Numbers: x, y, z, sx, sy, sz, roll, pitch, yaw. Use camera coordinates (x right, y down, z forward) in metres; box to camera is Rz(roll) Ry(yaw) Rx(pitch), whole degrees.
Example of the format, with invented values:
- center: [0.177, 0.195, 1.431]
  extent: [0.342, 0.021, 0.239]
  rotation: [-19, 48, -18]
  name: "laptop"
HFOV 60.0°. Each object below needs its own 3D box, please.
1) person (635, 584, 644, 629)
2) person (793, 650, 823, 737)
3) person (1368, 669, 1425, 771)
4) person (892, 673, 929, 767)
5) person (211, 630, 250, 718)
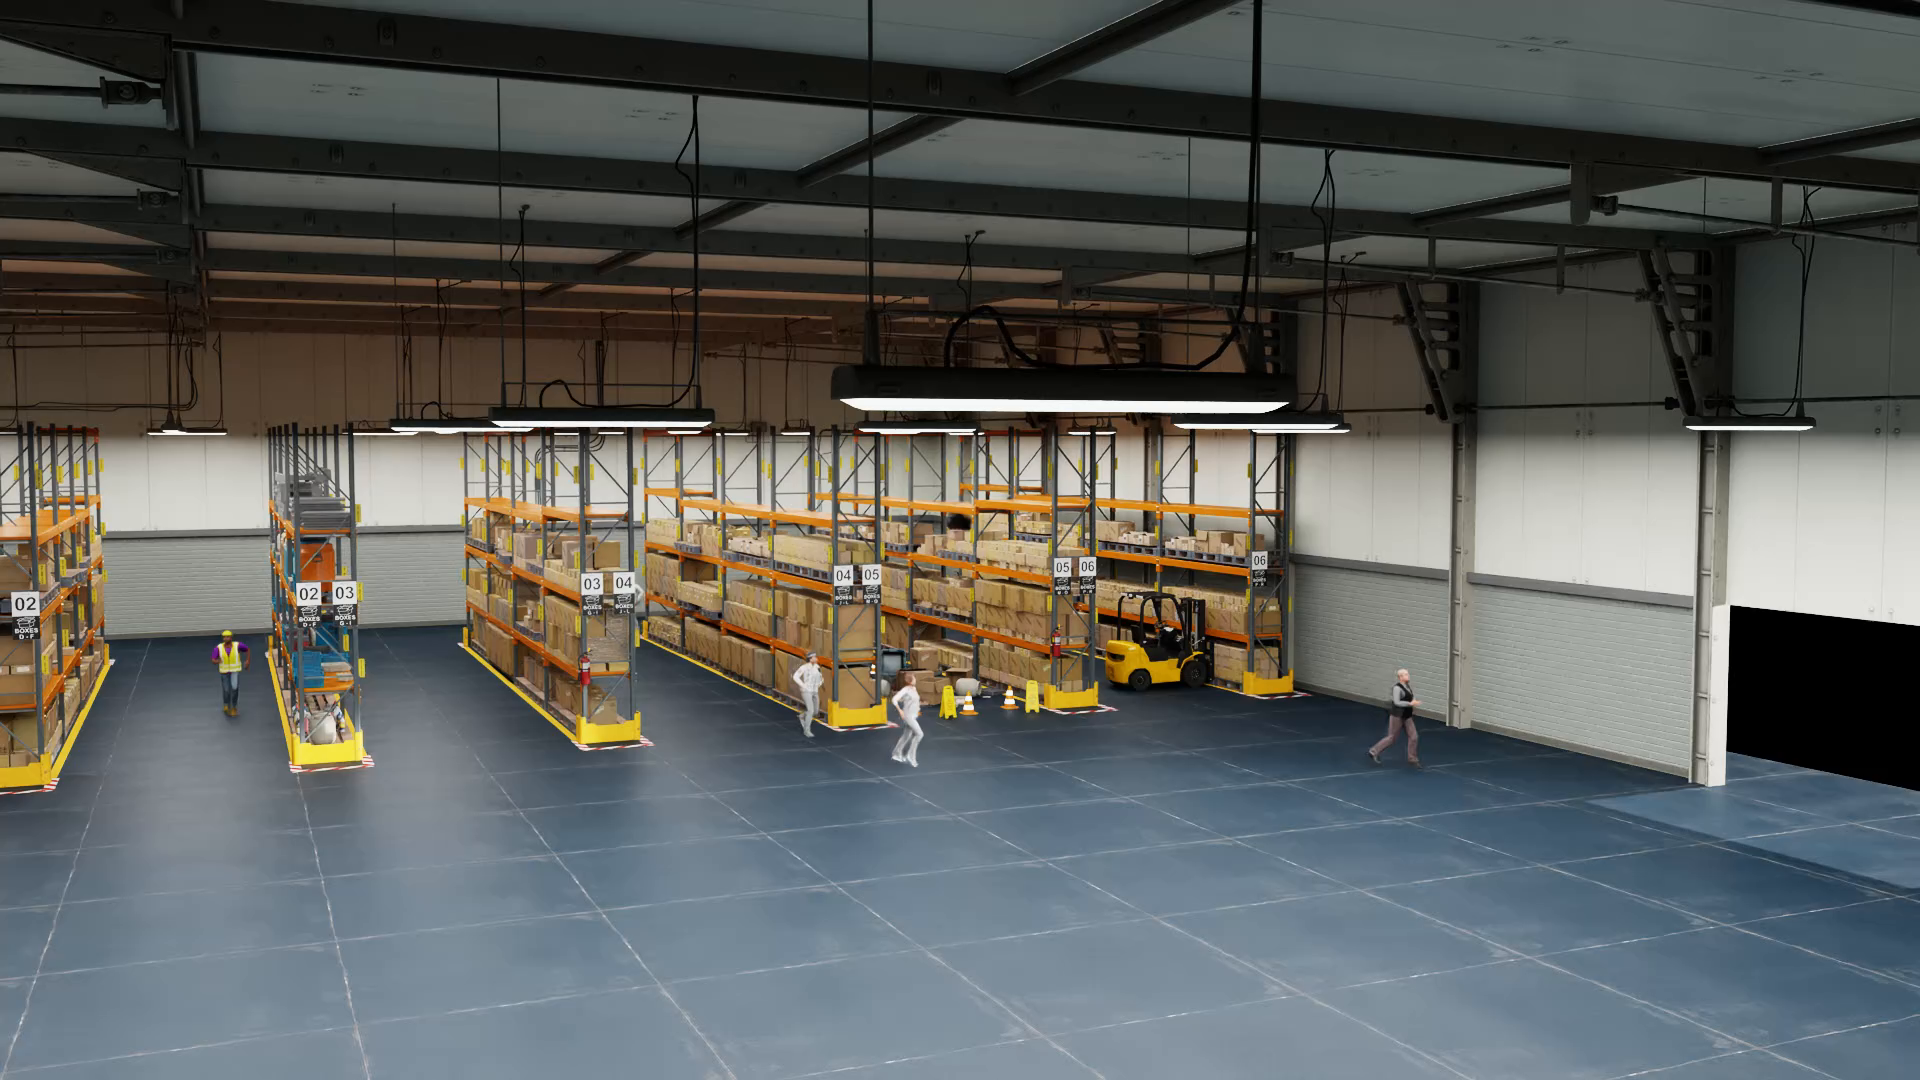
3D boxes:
- center: [-9.689, 1.902, 48.660]
  extent: [0.828, 1.770, 0.951]
  rotation: [3, 5, 44]
  name: "person"
- center: [-2.915, 2.958, 32.296]
  extent: [0.729, 1.648, 0.647]
  rotation: [3, 5, 45]
  name: "person"
- center: [7.585, 3.101, 28.798]
  extent: [0.945, 1.757, 0.665]
  rotation: [3, 4, 37]
  name: "person"
- center: [-0.876, 3.148, 29.107]
  extent: [0.694, 1.637, 0.503]
  rotation: [1, 4, 14]
  name: "person"
- center: [-15.044, 2.748, 34.306]
  extent: [0.710, 1.800, 0.894]
  rotation: [-1, 4, -16]
  name: "person"
